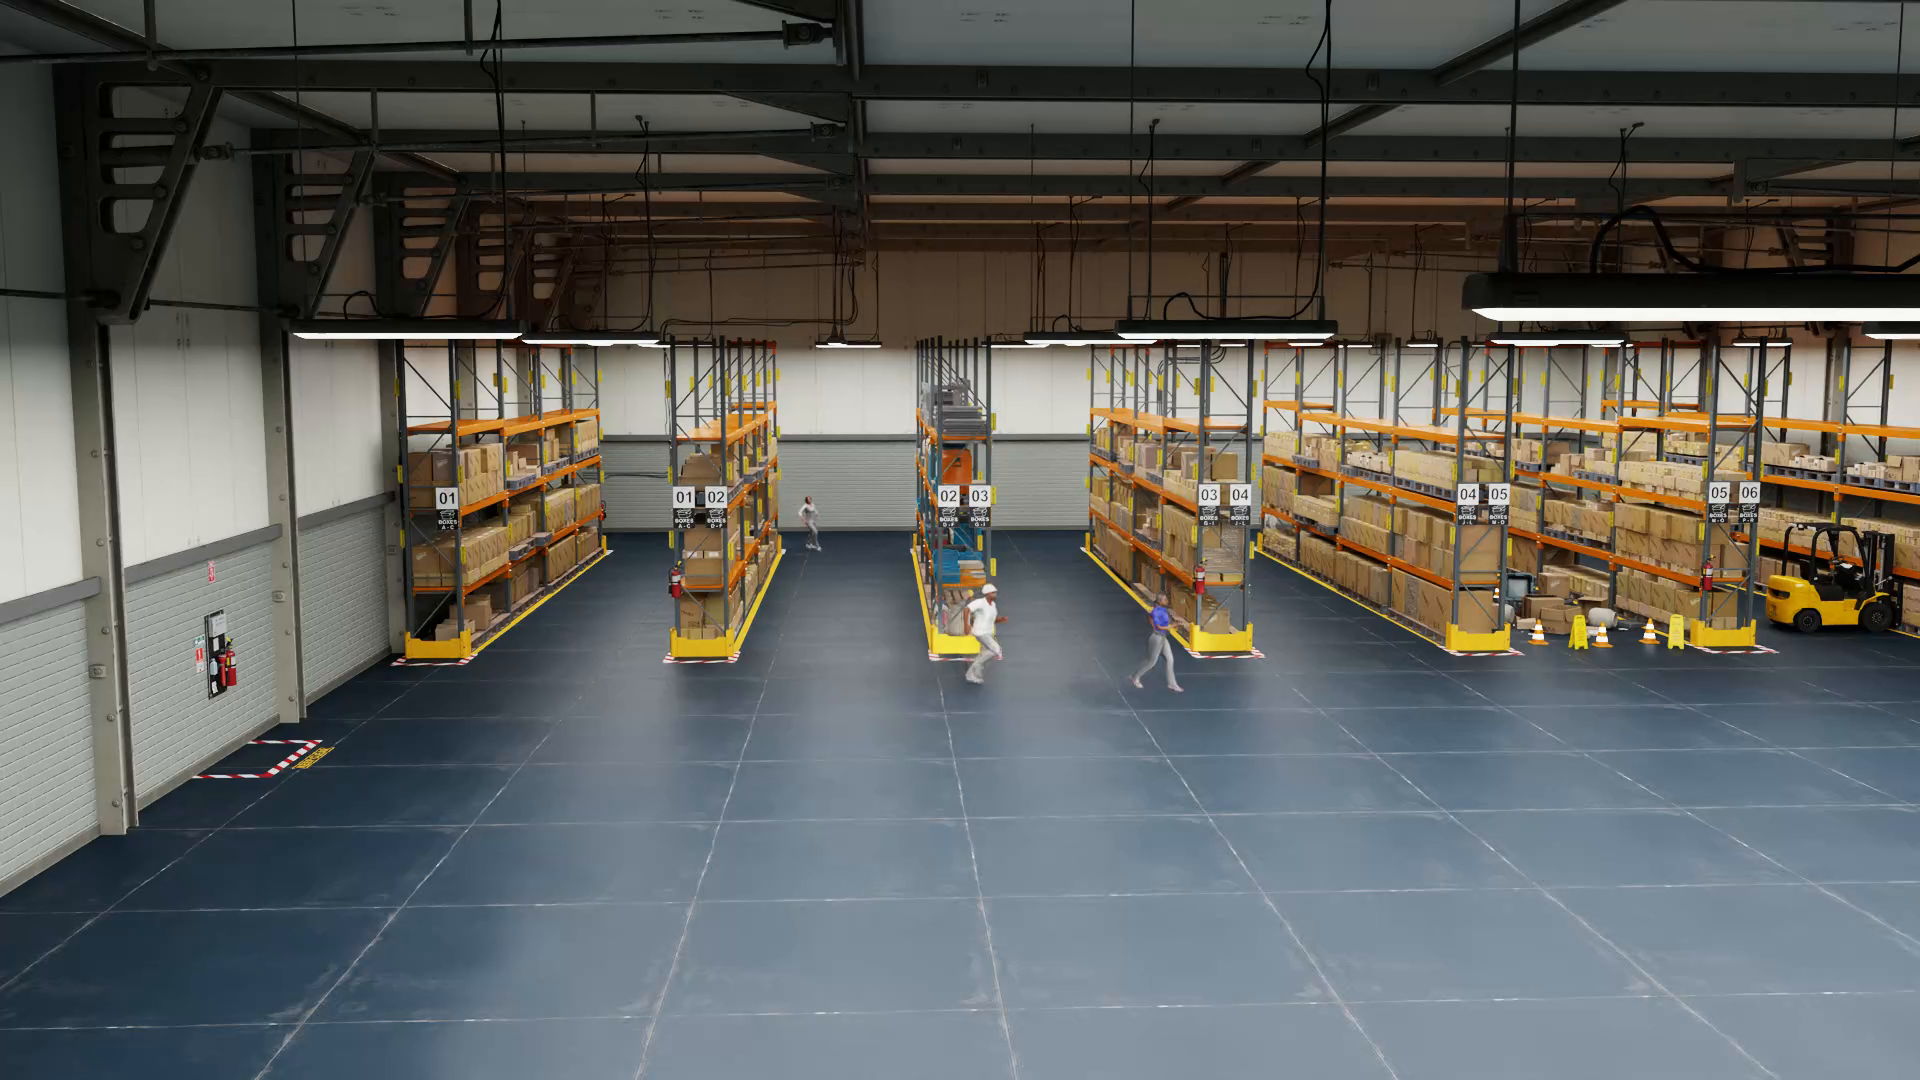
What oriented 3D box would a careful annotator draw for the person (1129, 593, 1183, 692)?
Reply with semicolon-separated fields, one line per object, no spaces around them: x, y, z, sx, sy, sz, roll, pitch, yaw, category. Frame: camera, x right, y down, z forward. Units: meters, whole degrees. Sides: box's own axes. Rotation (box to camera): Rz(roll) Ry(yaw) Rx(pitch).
3.305;1.710;27.922;0.929;1.662;0.555;3;7;21;person

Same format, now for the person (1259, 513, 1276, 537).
9.165;-0.808;49.273;0.685;1.684;0.641;-4;7;-30;person

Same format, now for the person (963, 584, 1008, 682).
0.450;1.613;28.608;0.730;1.707;0.746;3;7;25;person

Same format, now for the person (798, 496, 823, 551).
-4.292;-0.484;47.745;0.717;1.592;0.586;5;8;39;person
